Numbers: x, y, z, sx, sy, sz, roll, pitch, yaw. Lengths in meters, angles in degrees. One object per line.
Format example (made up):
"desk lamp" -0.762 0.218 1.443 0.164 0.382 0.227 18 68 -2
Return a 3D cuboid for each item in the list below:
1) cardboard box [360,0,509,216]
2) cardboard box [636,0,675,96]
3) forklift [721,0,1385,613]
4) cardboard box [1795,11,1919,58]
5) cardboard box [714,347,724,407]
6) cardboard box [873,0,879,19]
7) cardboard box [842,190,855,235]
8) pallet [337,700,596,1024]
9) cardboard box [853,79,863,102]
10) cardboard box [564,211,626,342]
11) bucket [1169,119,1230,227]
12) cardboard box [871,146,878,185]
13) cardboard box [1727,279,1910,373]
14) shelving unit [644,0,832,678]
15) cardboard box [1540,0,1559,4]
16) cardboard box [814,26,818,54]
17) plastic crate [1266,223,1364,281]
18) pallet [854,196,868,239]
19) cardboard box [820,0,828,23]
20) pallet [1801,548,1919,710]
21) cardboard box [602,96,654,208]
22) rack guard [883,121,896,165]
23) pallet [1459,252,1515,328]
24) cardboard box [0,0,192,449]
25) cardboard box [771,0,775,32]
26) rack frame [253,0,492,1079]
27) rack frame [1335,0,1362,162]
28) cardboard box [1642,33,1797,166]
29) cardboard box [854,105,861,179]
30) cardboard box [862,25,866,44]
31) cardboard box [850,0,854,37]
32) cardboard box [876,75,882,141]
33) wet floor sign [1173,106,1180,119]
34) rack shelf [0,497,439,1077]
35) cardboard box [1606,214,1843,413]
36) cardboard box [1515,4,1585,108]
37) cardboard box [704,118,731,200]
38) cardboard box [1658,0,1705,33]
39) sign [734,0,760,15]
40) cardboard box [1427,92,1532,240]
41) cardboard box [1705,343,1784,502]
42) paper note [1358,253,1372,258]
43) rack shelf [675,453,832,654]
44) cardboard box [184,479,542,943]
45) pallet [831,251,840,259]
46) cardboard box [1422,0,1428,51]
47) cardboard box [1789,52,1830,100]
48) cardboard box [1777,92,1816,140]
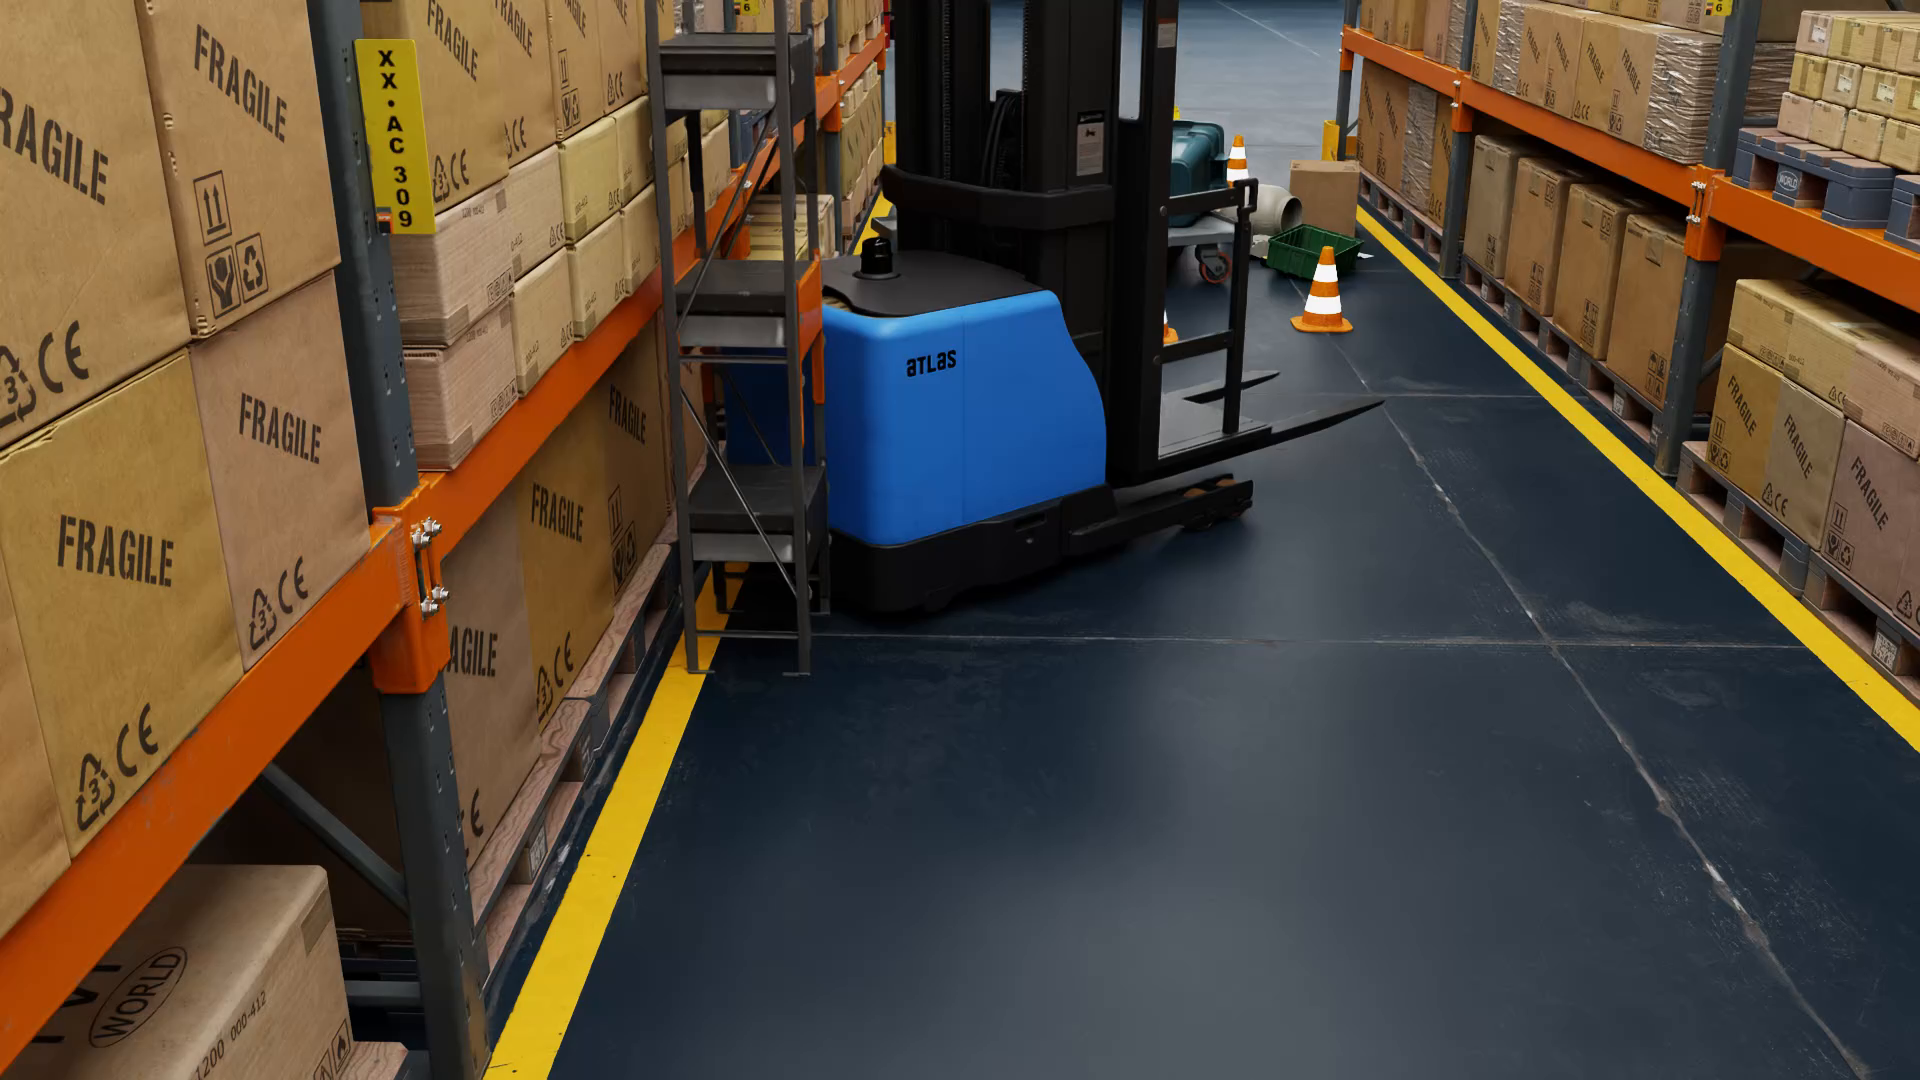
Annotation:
"cardboard box" -1.219 -0.922 3.237 0.500 0.500 0.500 1 21 2
"cardboard box" -1.182 -1.657 5.132 0.500 0.500 0.500 1 21 2
"forklift" 0.559 -1.534 6.432 3.031 2.935 1.130 -17 27 -37
"cardboard box" 3.344 -1.871 6.148 0.380 0.149 0.250 1 21 2
"cardboard box" -1.371 -0.874 7.687 0.950 0.372 0.625 -1 21 -2
"cardboard box" -0.916 -4.397 13.164 0.500 0.500 0.500 1 21 2
"cardboard box" -0.989 -2.270 11.452 0.500 0.250 0.500 0 21 -1
"pallet" -1.572 0.767 4.259 1.003 0.211 1.213 1 21 2
"cardboard box" -0.906 -3.249 12.044 0.380 0.149 0.250 2 21 5
"cardboard box" -1.197 -0.711 4.423 0.500 0.250 0.500 0 21 1
"bucket" 1.374 -2.385 10.952 0.726 0.611 0.620 8 33 20
"cardboard box" -0.935 -3.023 13.394 0.500 0.250 0.500 1 21 2
"cardboard box" 3.289 -0.815 6.320 0.500 0.250 0.500 0 21 -1
"shelving unit" -0.670 -0.628 5.245 0.431 2.100 0.503 1 21 3
"cardboard box" 3.651 -3.275 9.301 0.700 0.500 0.500 0 21 1
"cardboard box" -1.014 -2.846 9.484 0.380 0.149 0.250 0 21 1
"plastic crate" 2.370 -1.921 11.140 0.450 0.188 0.662 23 29 25
"pallet" -1.257 -2.531 12.760 1.003 0.211 1.213 1 21 2
"cardboard box" -1.062 -3.357 9.904 0.500 0.500 0.500 0 21 1
"pallet" 3.487 0.341 5.357 1.003 0.211 1.213 1 21 2
"cardboard box" -1.182 -1.126 4.800 0.500 0.250 0.500 0 21 0
"rack guard" -1.158 -3.399 14.597 1.175 0.500 0.348 1 21 2
"pallet" 3.726 -1.548 10.226 1.003 0.211 1.213 1 21 2
"cardboard box" -1.282 -0.409 1.915 0.500 0.500 0.500 0 21 1
"cardboard box" -1.135 -2.621 8.007 0.500 0.500 0.500 1 21 3
"rack frame" -1.520 -0.253 3.034 1.000 3.000 0.127 1 21 2
"rack frame" 3.796 -4.574 14.170 1.000 3.000 0.127 1 21 2
"cardboard box" 3.298 -1.894 7.124 0.500 0.500 0.500 1 21 2
"cardboard box" -0.985 -2.813 11.816 0.500 0.500 0.500 1 21 4
"cardboard box" -0.922 -3.874 12.713 0.380 0.149 0.250 0 21 1
"cardboard box" -0.993 -3.668 11.287 0.500 0.500 0.500 1 21 1
"cardboard box" -0.919 -3.563 13.748 0.500 0.500 0.500 1 21 2
"wet floor sign" 1.817 -3.508 14.679 0.267 0.644 0.232 -3 21 -8
"rack shelf" -1.581 0.806 1.300 1.077 0.370 4.000 1 21 2
"cardboard box" 3.661 -1.047 7.611 1.050 0.750 0.750 0 21 1
"cardboard box" 3.356 -2.624 9.006 0.500 0.500 0.500 1 21 1
"cardboard box" -1.154 -1.443 6.310 0.500 0.250 0.500 0 21 0
"cardboard box" 3.590 -2.539 7.405 0.700 0.500 0.500 0 21 1
"sign" -0.844 -2.234 6.539 0.100 0.325 0.005 1 21 2
"cardboard box" 3.763 -2.559 11.335 0.875 0.875 0.875 1 21 2
"cardboard box" 3.276 -0.459 6.439 0.500 0.500 0.500 0 21 -1
"paper note" 2.789 -1.997 11.632 0.147 0.020 0.142 -16 26 -35
"rack shelf" -0.670 0.037 5.503 0.431 0.518 0.480 1 21 3
"cardboard box" -1.581 0.317 3.922 0.875 0.875 0.875 1 21 3
"pallet" -1.299 -1.564 10.268 1.003 0.211 1.213 1 21 2
"cardboard box" 3.801 -3.724 11.772 0.875 0.550 0.550 1 21 2
"cardboard box" 3.337 -1.726 6.186 0.380 0.149 0.250 2 21 4
"cardboard box" 3.337 -1.600 6.273 0.380 0.149 0.250 0 21 1
